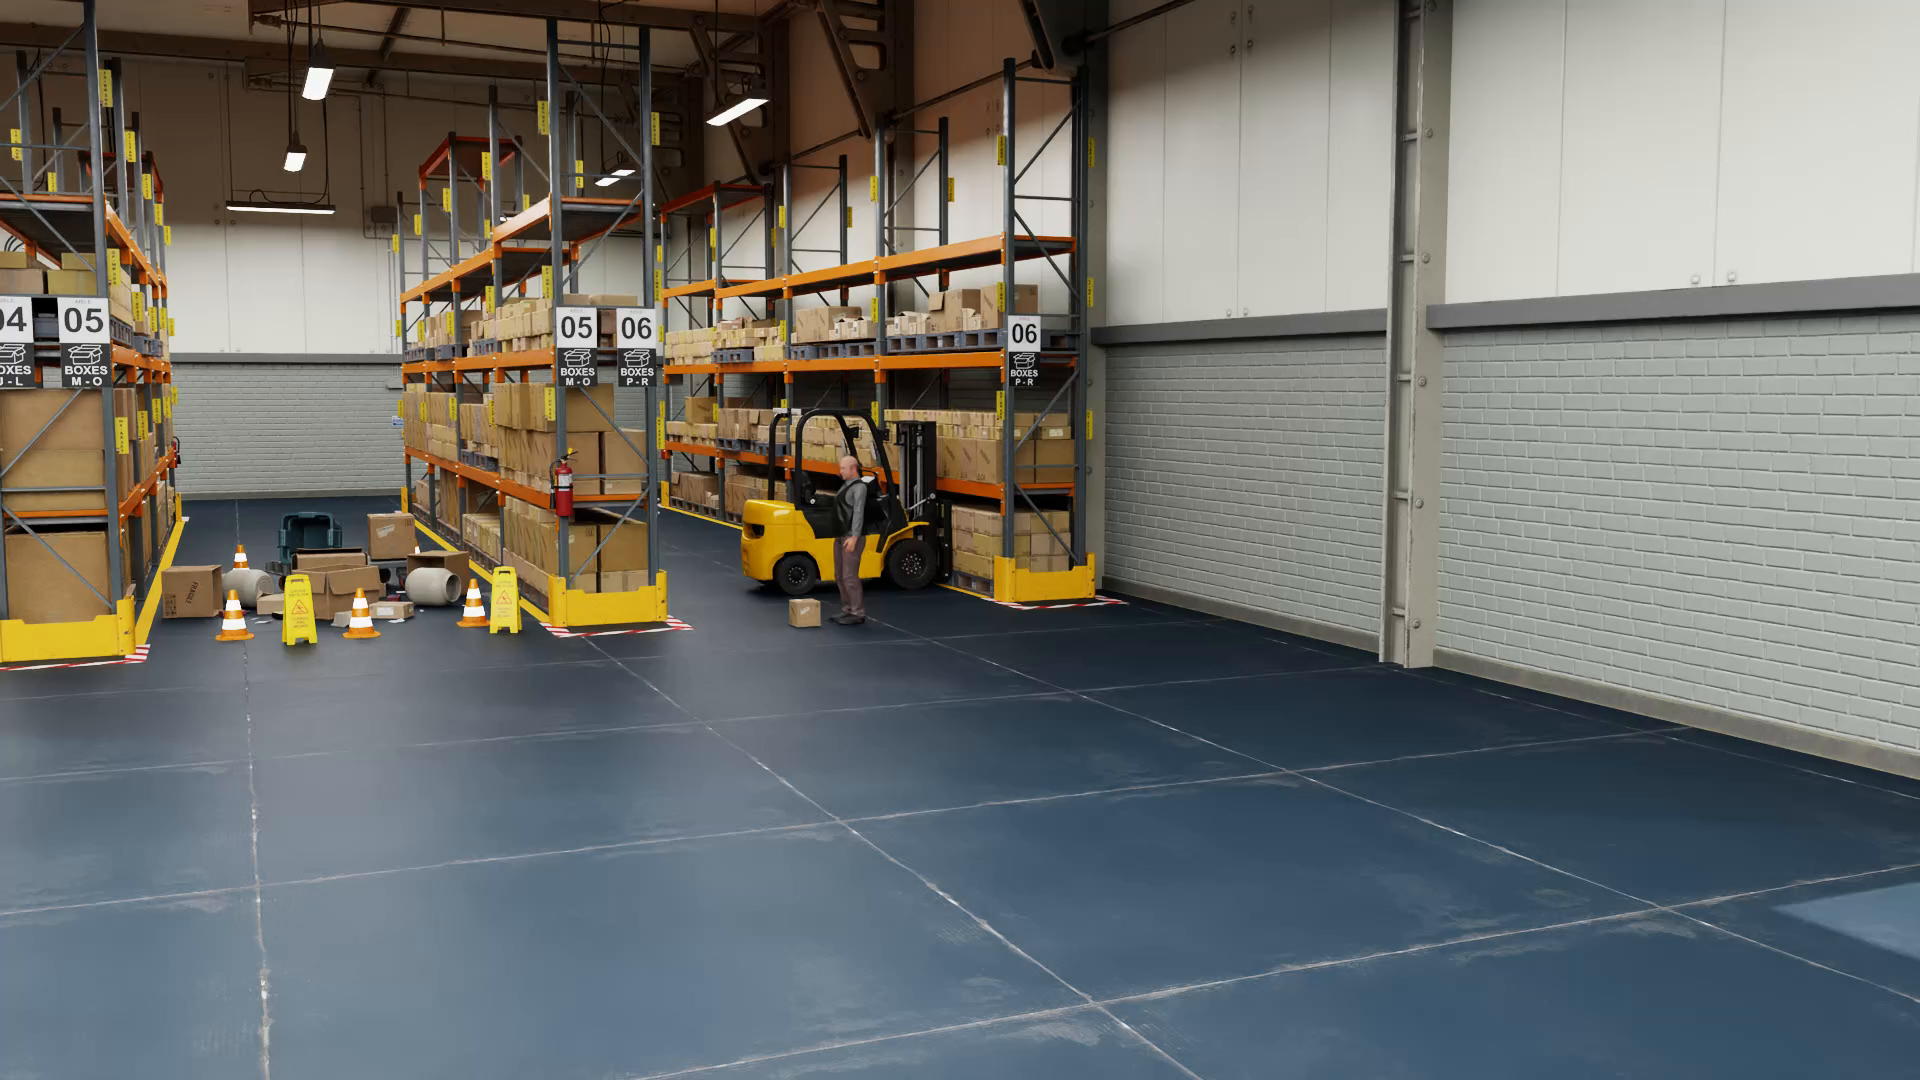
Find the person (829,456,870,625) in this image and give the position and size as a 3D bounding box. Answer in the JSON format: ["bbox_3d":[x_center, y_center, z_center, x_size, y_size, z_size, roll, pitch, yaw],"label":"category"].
[{"bbox_3d":[-1.126,-0.003,16.980,0.357,1.713,0.534,-2,6,-23],"label":"person"}]
